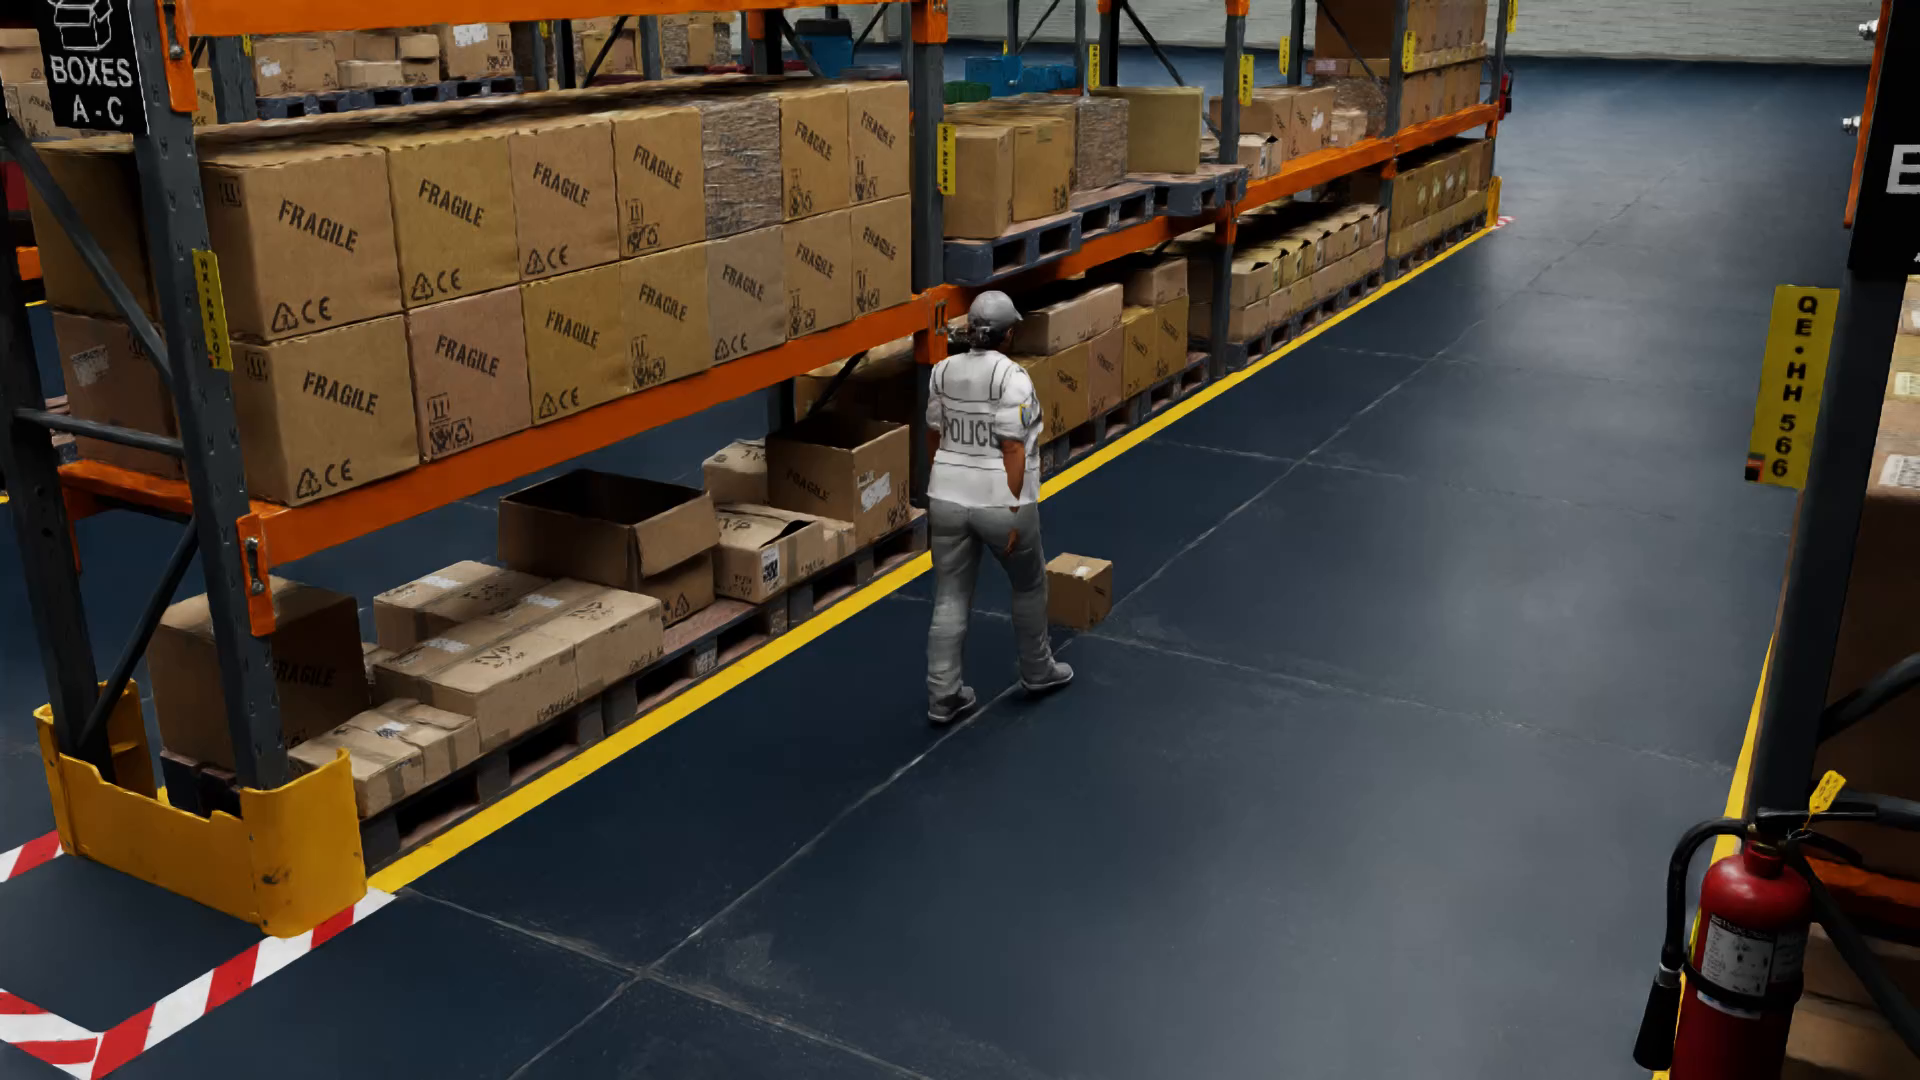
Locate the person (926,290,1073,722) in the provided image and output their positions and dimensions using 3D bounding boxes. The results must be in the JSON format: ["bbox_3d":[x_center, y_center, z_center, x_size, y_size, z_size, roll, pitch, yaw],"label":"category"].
[{"bbox_3d":[0.110,-0.152,6.469,0.506,1.646,0.704,10,22,26],"label":"person"}]
